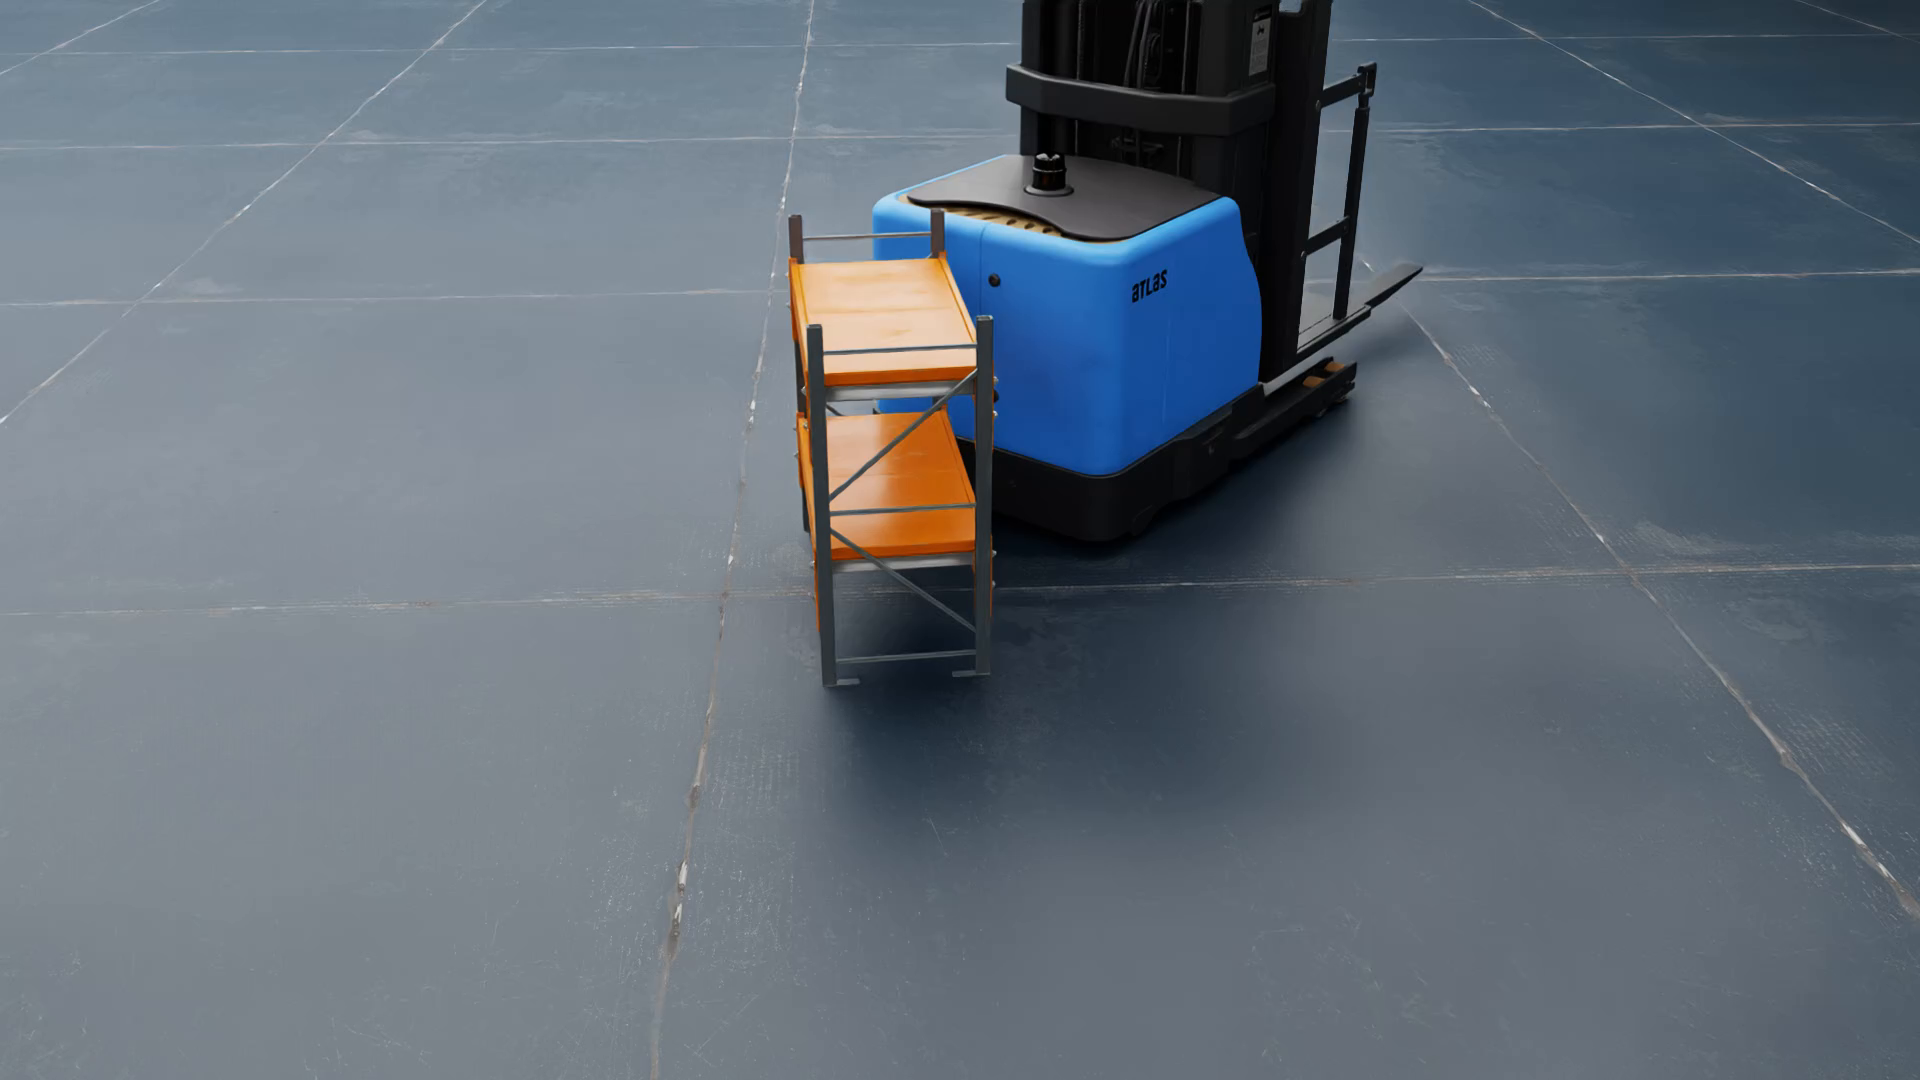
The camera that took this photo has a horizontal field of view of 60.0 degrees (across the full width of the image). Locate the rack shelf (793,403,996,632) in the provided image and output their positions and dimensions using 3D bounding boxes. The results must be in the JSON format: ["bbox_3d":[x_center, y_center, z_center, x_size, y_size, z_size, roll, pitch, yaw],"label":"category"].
[{"bbox_3d":[-0.230,-0.100,5.254,0.538,0.278,1.000,-4,28,-7],"label":"rack shelf"}]

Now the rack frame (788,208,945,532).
[{"bbox_3d":[-0.299,-0.549,5.587,0.500,1.125,0.032,-4,28,-7],"label":"rack frame"}]

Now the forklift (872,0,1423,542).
[{"bbox_3d":[0.973,-1.914,6.251,1.130,2.935,3.031,19,33,32],"label":"forklift"}]

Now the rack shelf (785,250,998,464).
[{"bbox_3d":[-0.230,-0.576,5.005,0.538,0.278,1.000,-4,28,-7],"label":"rack shelf"}]

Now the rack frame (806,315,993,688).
[{"bbox_3d":[-0.160,-0.084,4.694,0.500,1.125,0.032,-4,28,-7],"label":"rack frame"}]

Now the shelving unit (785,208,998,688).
[{"bbox_3d":[-0.230,-0.317,5.140,0.538,1.125,1.048,-4,28,-7],"label":"shelving unit"}]
